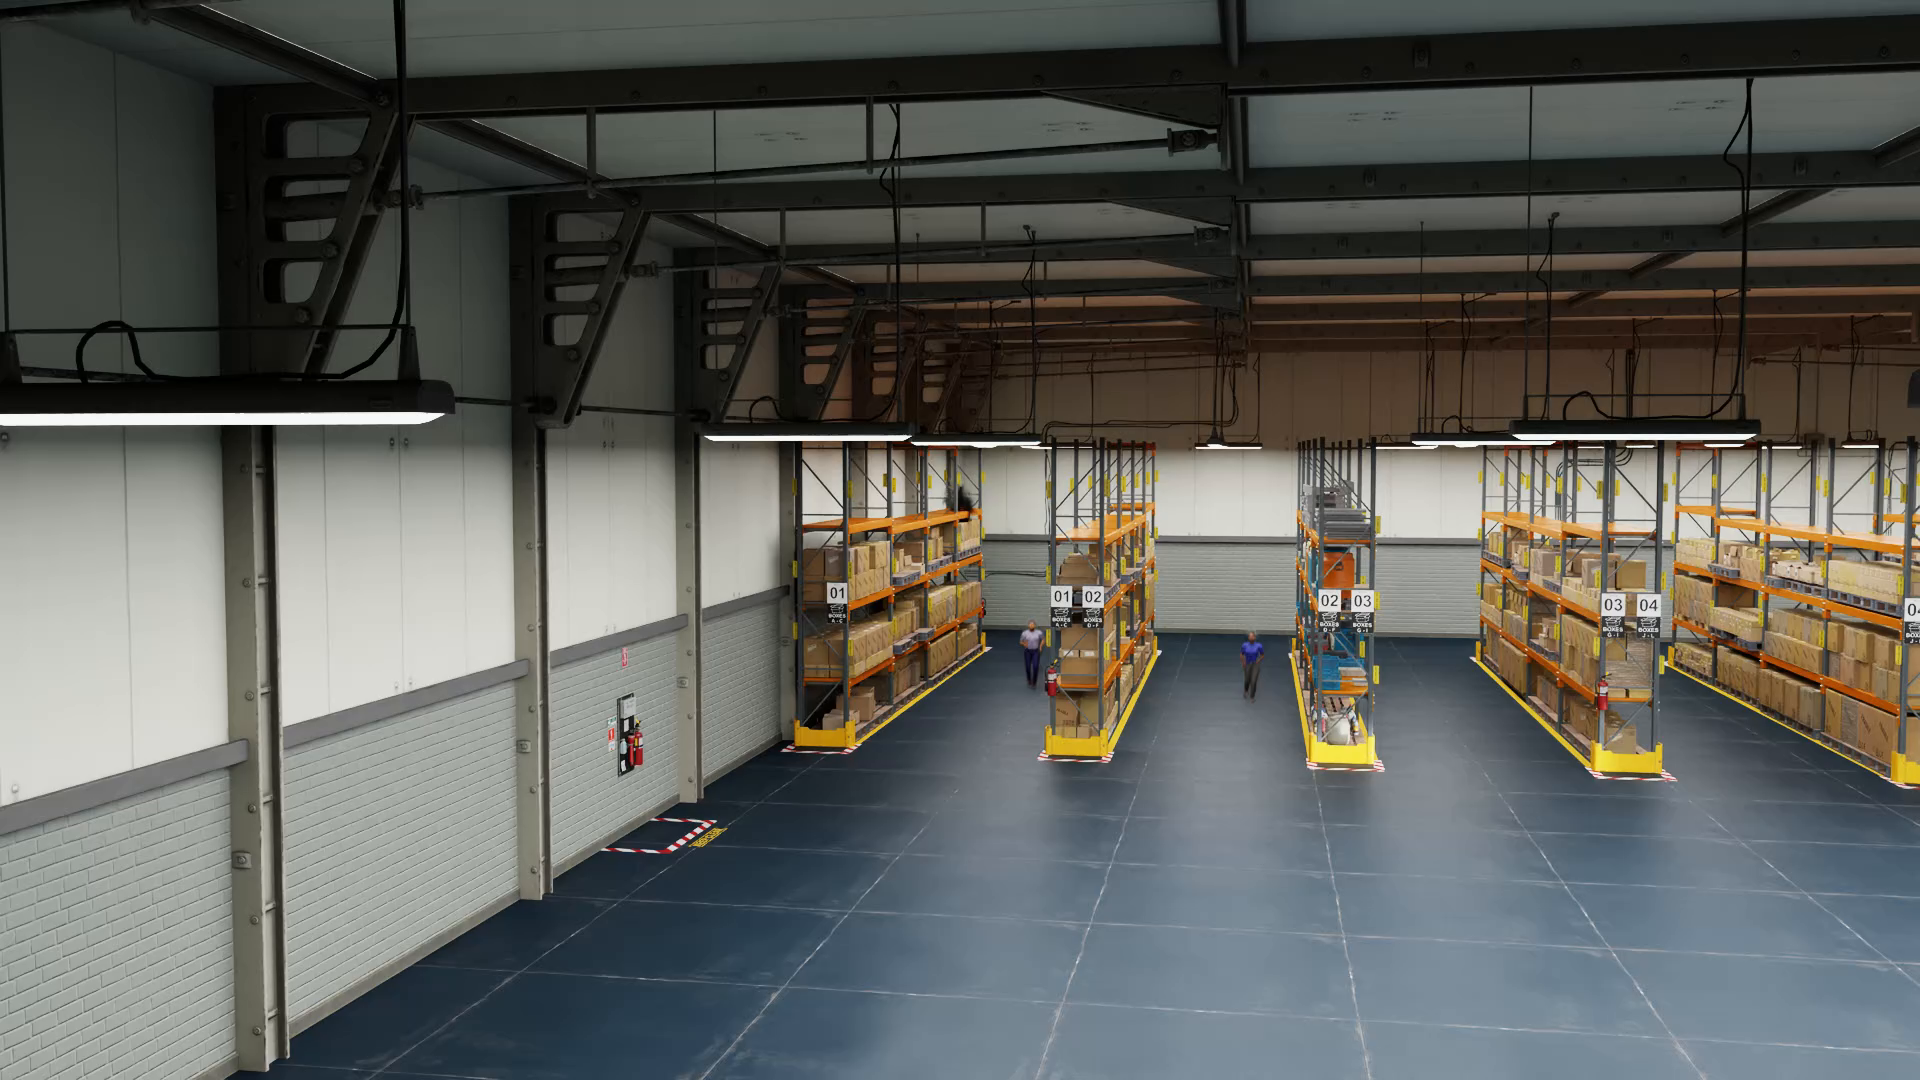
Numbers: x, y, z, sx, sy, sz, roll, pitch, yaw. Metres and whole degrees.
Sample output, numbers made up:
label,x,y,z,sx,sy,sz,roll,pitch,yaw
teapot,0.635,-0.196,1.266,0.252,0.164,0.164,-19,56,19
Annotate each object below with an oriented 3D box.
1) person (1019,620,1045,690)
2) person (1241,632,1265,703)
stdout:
label,x,y,z,sx,sy,sz,roll,pitch,yaw
person,1.736,2.752,40.171,0.612,1.634,0.894,0,3,4
person,6.679,2.912,37.969,0.567,1.625,0.578,1,3,13
